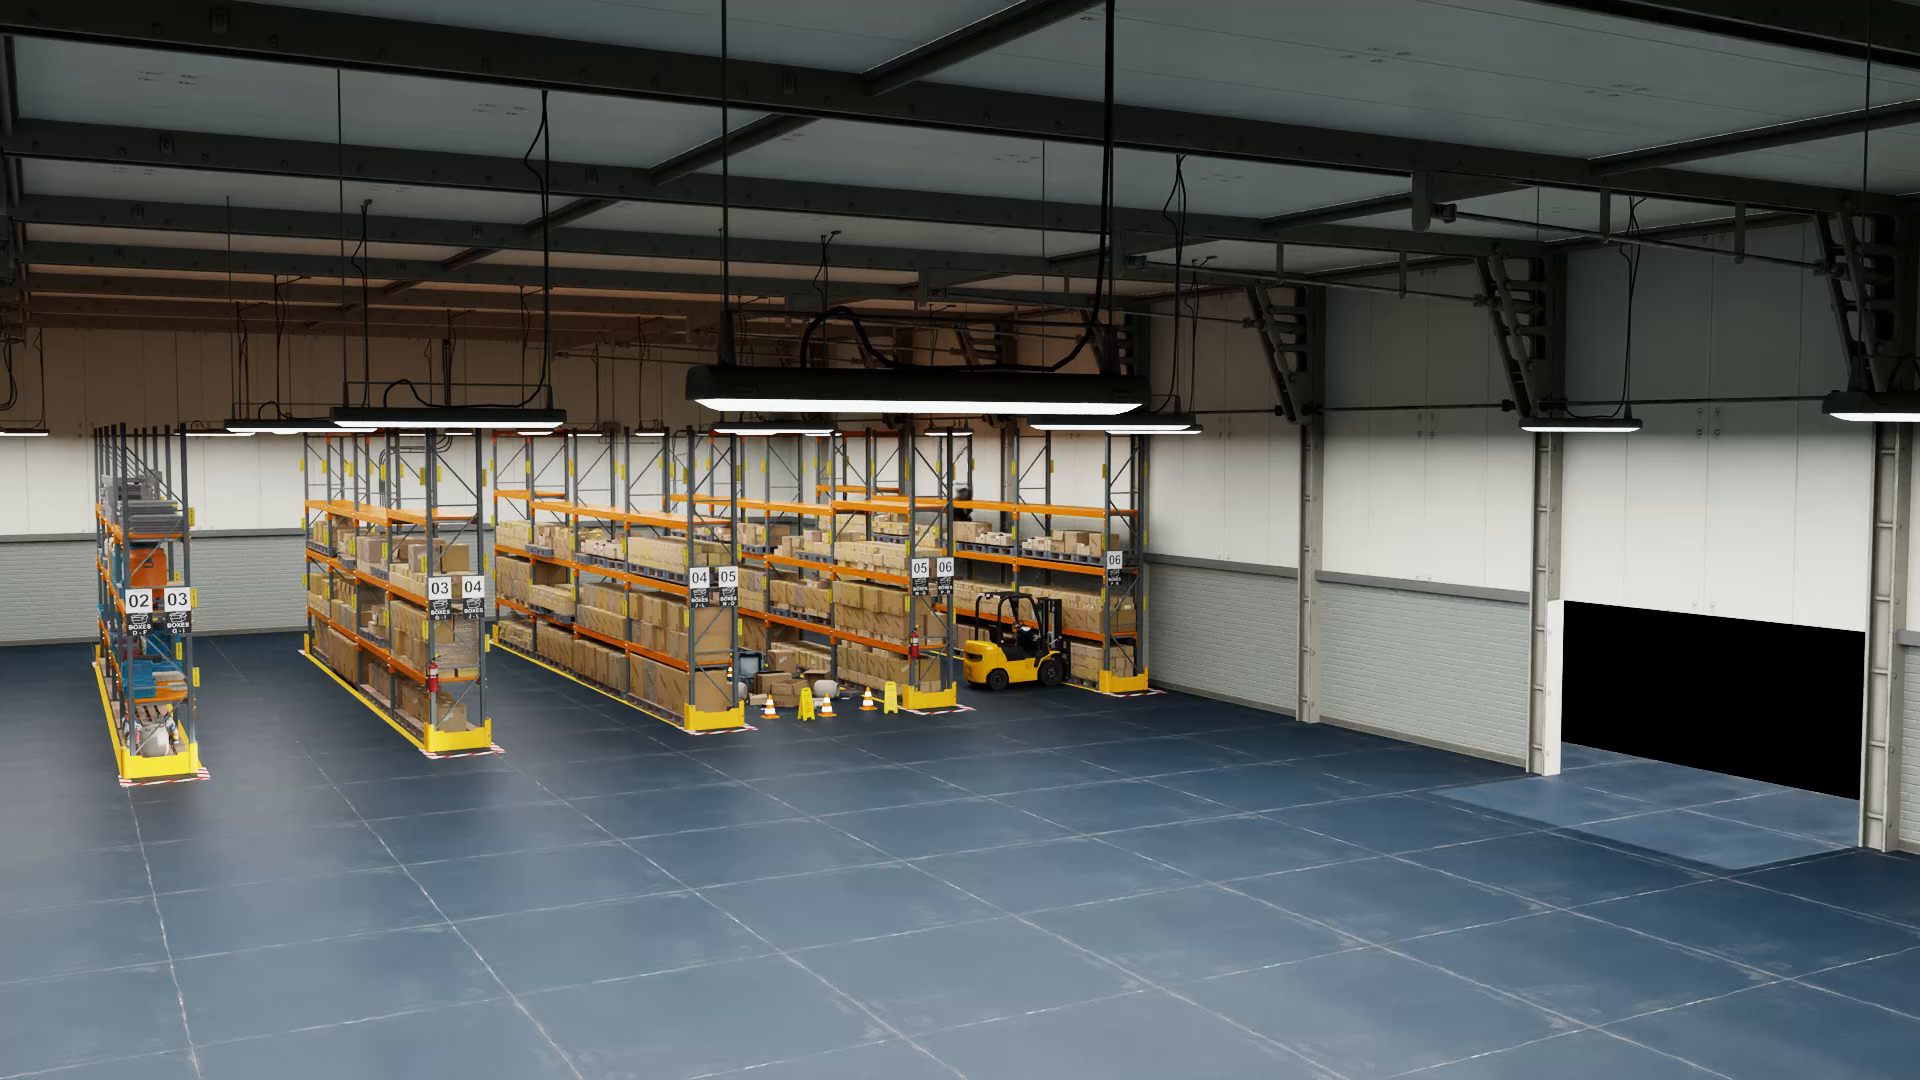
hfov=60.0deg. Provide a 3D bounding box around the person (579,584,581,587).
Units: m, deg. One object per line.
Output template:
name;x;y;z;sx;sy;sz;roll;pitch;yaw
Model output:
person;-10.762;2.091;47.185;0.589;1.712;0.805;-3;4;-38

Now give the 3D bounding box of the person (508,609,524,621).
person;-12.771;1.988;48.035;0.695;1.771;0.675;-1;4;-14
